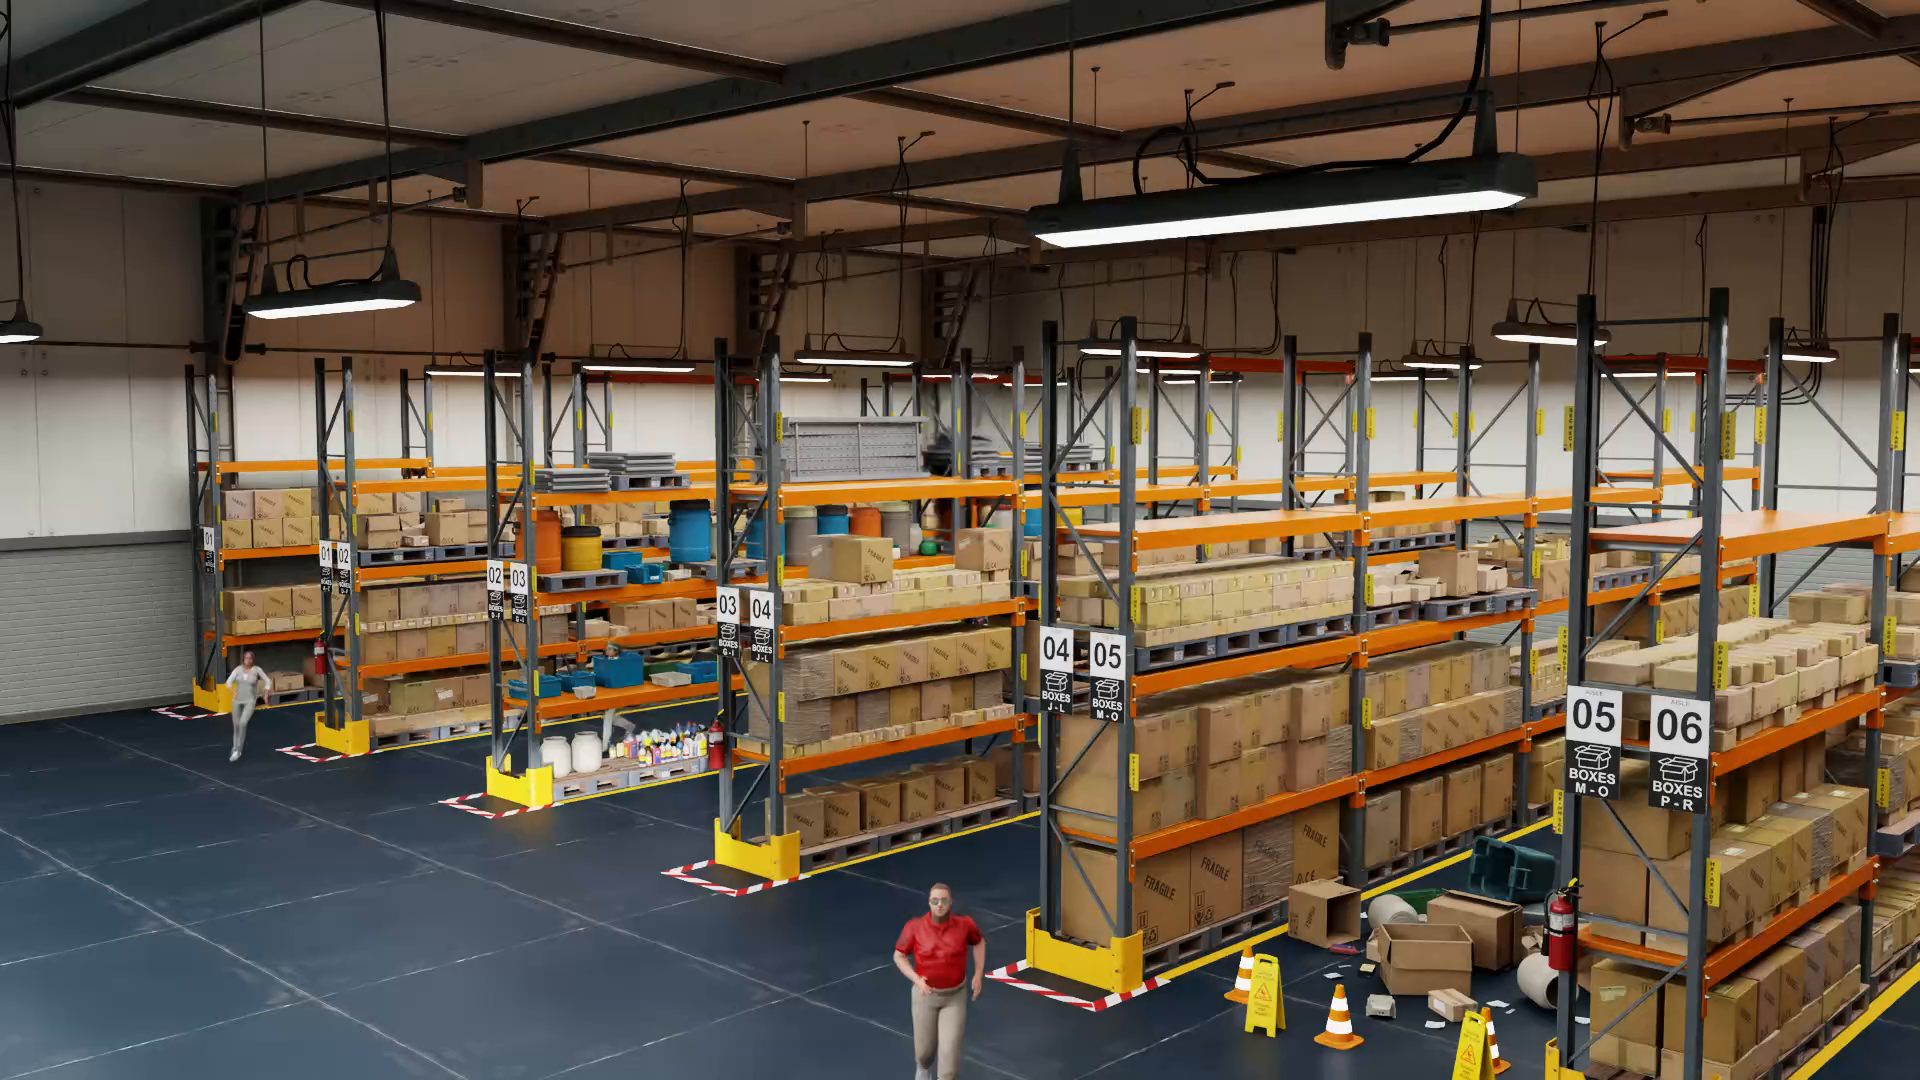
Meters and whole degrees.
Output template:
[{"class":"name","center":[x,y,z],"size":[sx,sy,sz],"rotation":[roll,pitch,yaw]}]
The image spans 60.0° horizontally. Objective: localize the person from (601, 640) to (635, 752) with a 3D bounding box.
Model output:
[{"class":"person","center":[-5.293,2.370,25.426],"size":[0.616,1.692,0.901],"rotation":[3,5,36]}]

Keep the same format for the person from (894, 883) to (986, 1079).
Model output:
[{"class":"person","center":[-0.145,3.413,12.256],"size":[0.688,1.669,0.839],"rotation":[0,4,-3]}]

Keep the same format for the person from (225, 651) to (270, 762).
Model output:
[{"class":"person","center":[-10.668,2.455,24.864],"size":[0.597,1.593,0.750],"rotation":[-1,4,-8]}]
